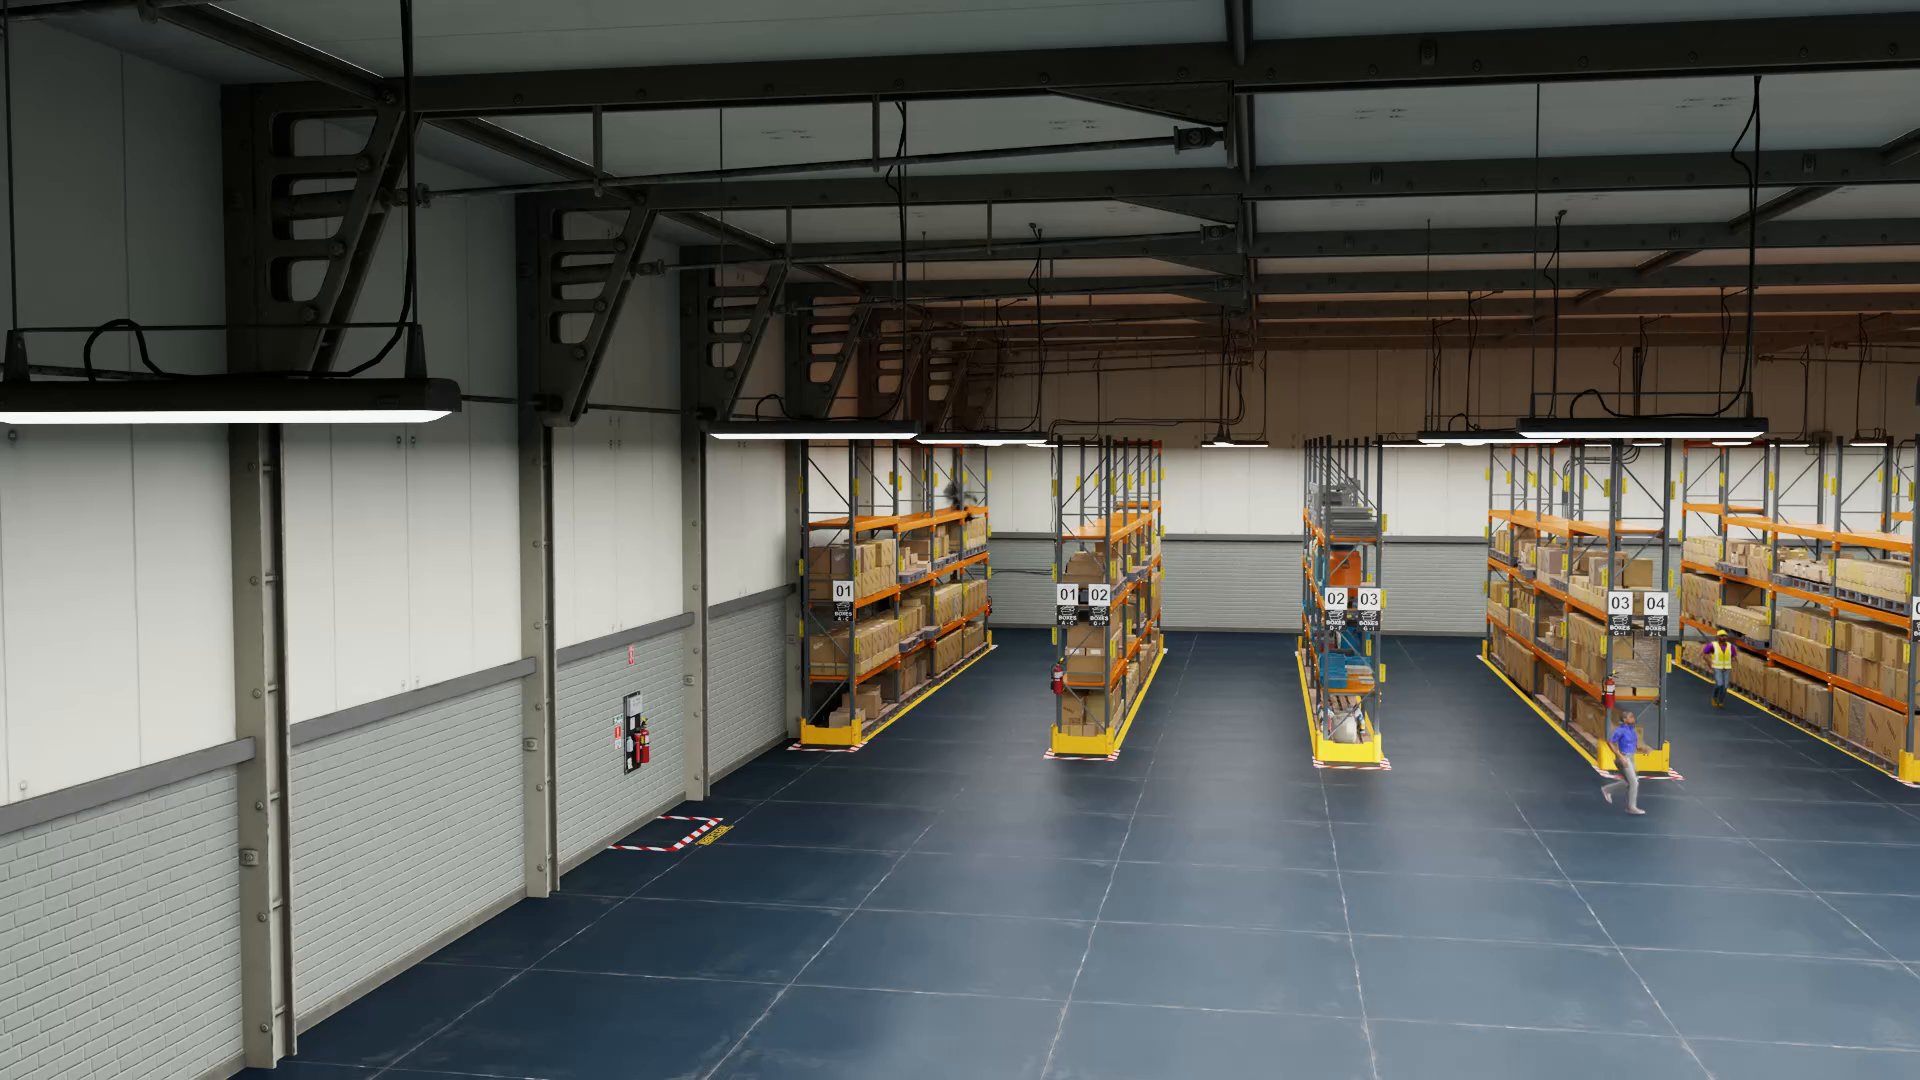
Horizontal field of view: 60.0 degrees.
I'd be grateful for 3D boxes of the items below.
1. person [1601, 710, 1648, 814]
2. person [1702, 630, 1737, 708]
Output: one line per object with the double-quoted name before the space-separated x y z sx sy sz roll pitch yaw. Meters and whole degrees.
"person" 10.468 3.492 26.244 0.576 1.608 0.715 -3 4 -45
"person" 16.841 2.860 36.760 0.684 1.739 0.618 0 3 5
